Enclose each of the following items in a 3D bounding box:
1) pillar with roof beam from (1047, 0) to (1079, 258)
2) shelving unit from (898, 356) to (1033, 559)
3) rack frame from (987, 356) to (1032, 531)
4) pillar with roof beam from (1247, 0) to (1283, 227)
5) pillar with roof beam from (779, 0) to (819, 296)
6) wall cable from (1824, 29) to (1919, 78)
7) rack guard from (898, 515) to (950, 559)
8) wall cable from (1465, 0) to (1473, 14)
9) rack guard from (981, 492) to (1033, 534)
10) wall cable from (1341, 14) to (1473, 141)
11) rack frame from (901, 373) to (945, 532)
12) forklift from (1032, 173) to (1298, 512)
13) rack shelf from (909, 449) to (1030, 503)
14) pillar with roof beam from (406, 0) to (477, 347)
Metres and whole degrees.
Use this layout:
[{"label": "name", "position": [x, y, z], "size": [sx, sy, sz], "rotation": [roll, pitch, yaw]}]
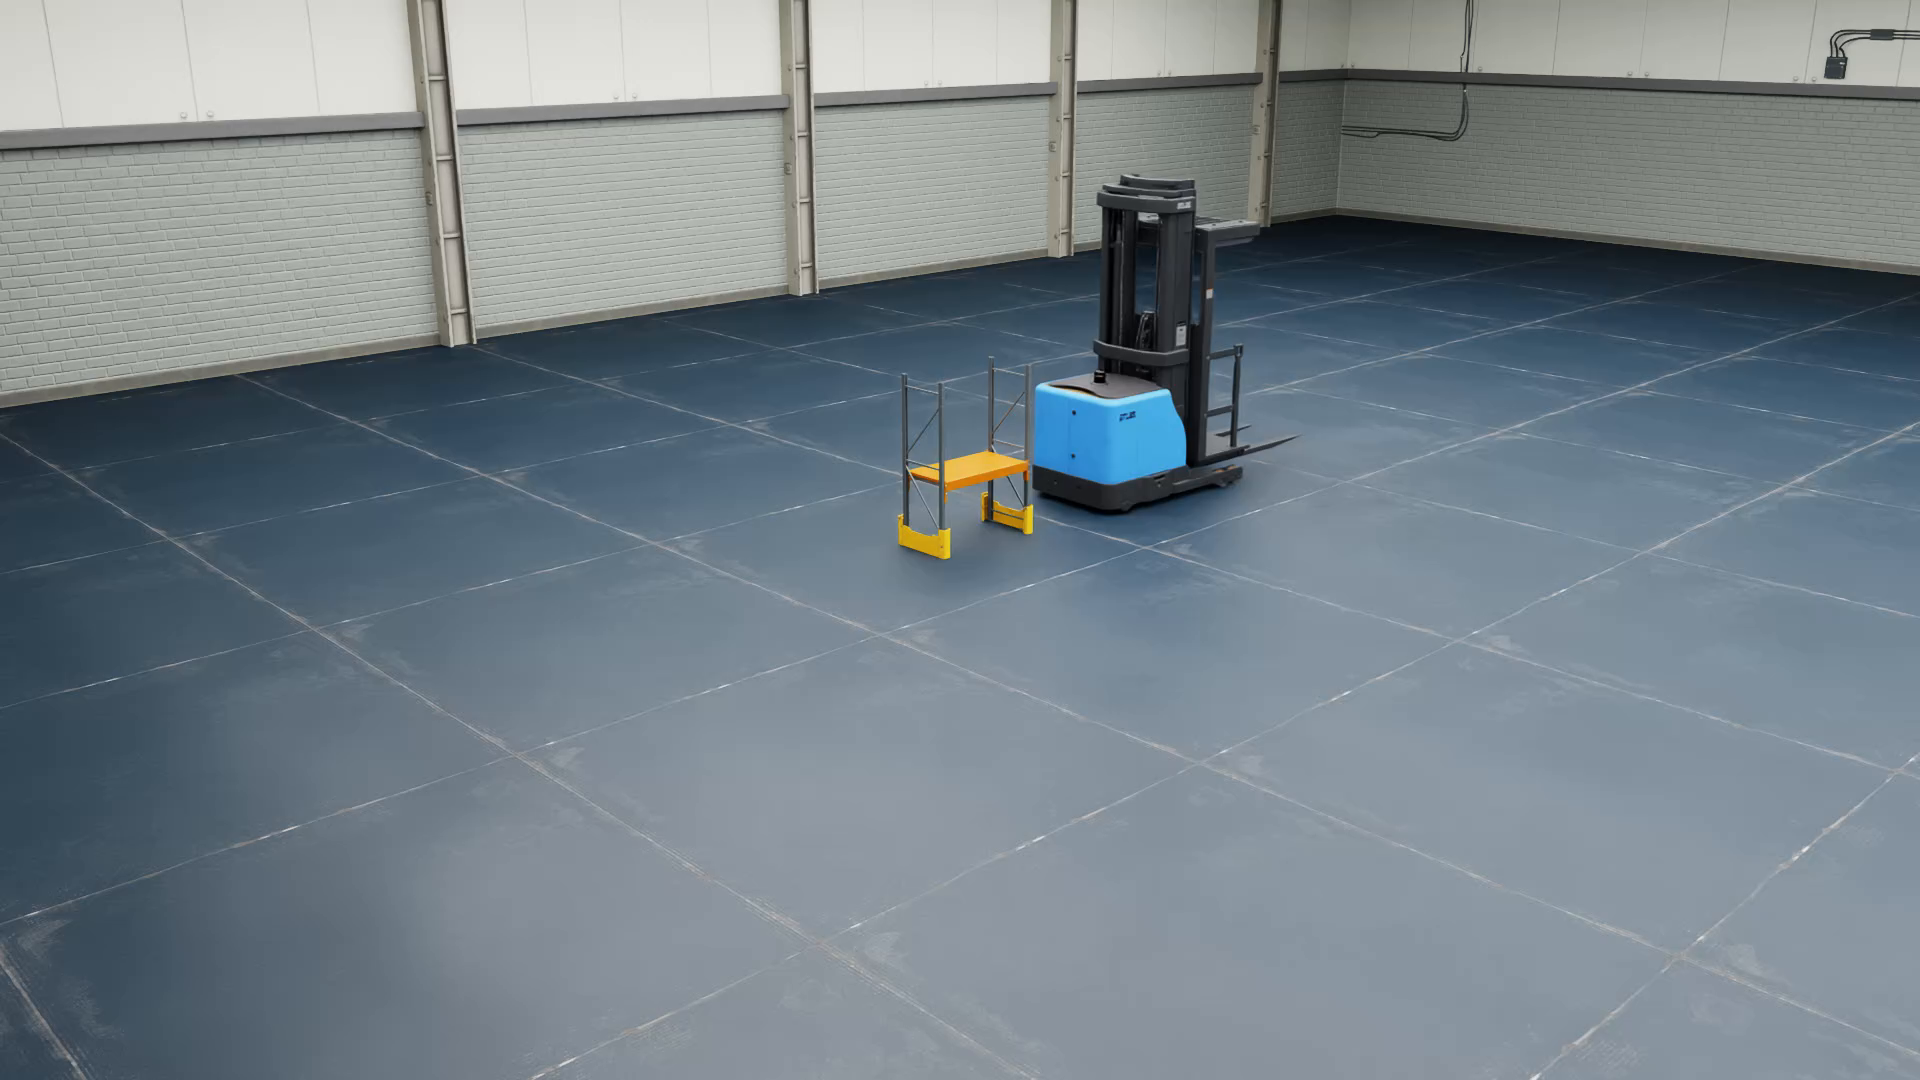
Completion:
[{"label": "pillar with roof beam", "position": [4.803, -8.550, 26.265], "size": [0.400, 9.000, 9.100], "rotation": [-16, 24, -41]}, {"label": "shelving unit", "position": [0.055, -0.730, 14.303], "size": [1.083, 1.500, 0.587], "rotation": [-16, 24, -41]}, {"label": "rack frame", "position": [0.431, -0.839, 14.641], "size": [0.032, 1.500, 0.500], "rotation": [-16, 24, -41]}, {"label": "pillar with roof beam", "position": [9.162, -9.822, 30.187], "size": [0.400, 9.000, 9.100], "rotation": [-16, 24, -41]}, {"label": "pillar with roof beam", "position": [0.443, -7.279, 22.344], "size": [0.400, 9.000, 9.100], "rotation": [-16, 24, -41]}, {"label": "wall cable", "position": [15.765, -10.601, 27.077], "size": [0.169, 6.003, 2.305], "rotation": [-16, 24, -41]}, {"label": "rack guard", "position": [-0.306, -0.030, 14.170], "size": [0.087, 0.250, 0.587], "rotation": [-16, 24, -41]}, {"label": "wall cable", "position": [11.112, -11.433, 32.004], "size": [0.112, 2.526, 3.097], "rotation": [-16, 24, -41]}, {"label": "rack guard", "position": [0.417, -0.241, 14.821], "size": [0.087, 0.250, 0.587], "rotation": [-16, 24, -41]}, {"label": "wall cable", "position": [9.254, -9.637, 34.652], "size": [0.112, 2.526, 3.097], "rotation": [-16, 24, -41]}, {"label": "rack frame", "position": [-0.307, -0.624, 13.977], "size": [0.032, 1.500, 0.500], "rotation": [-16, 24, -41]}, {"label": "forklift", "position": [2.119, -2.015, 15.947], "size": [3.031, 2.935, 1.130], "rotation": [-16, 24, -40]}, {"label": "rack shelf", "position": [0.062, -0.560, 14.365], "size": [1.000, 0.185, 0.538], "rotation": [-16, 24, -41]}, {"label": "pillar with roof beam", "position": [-3.917, -6.007, 18.423], "size": [0.400, 9.000, 9.100], "rotation": [-16, 24, -41]}]
